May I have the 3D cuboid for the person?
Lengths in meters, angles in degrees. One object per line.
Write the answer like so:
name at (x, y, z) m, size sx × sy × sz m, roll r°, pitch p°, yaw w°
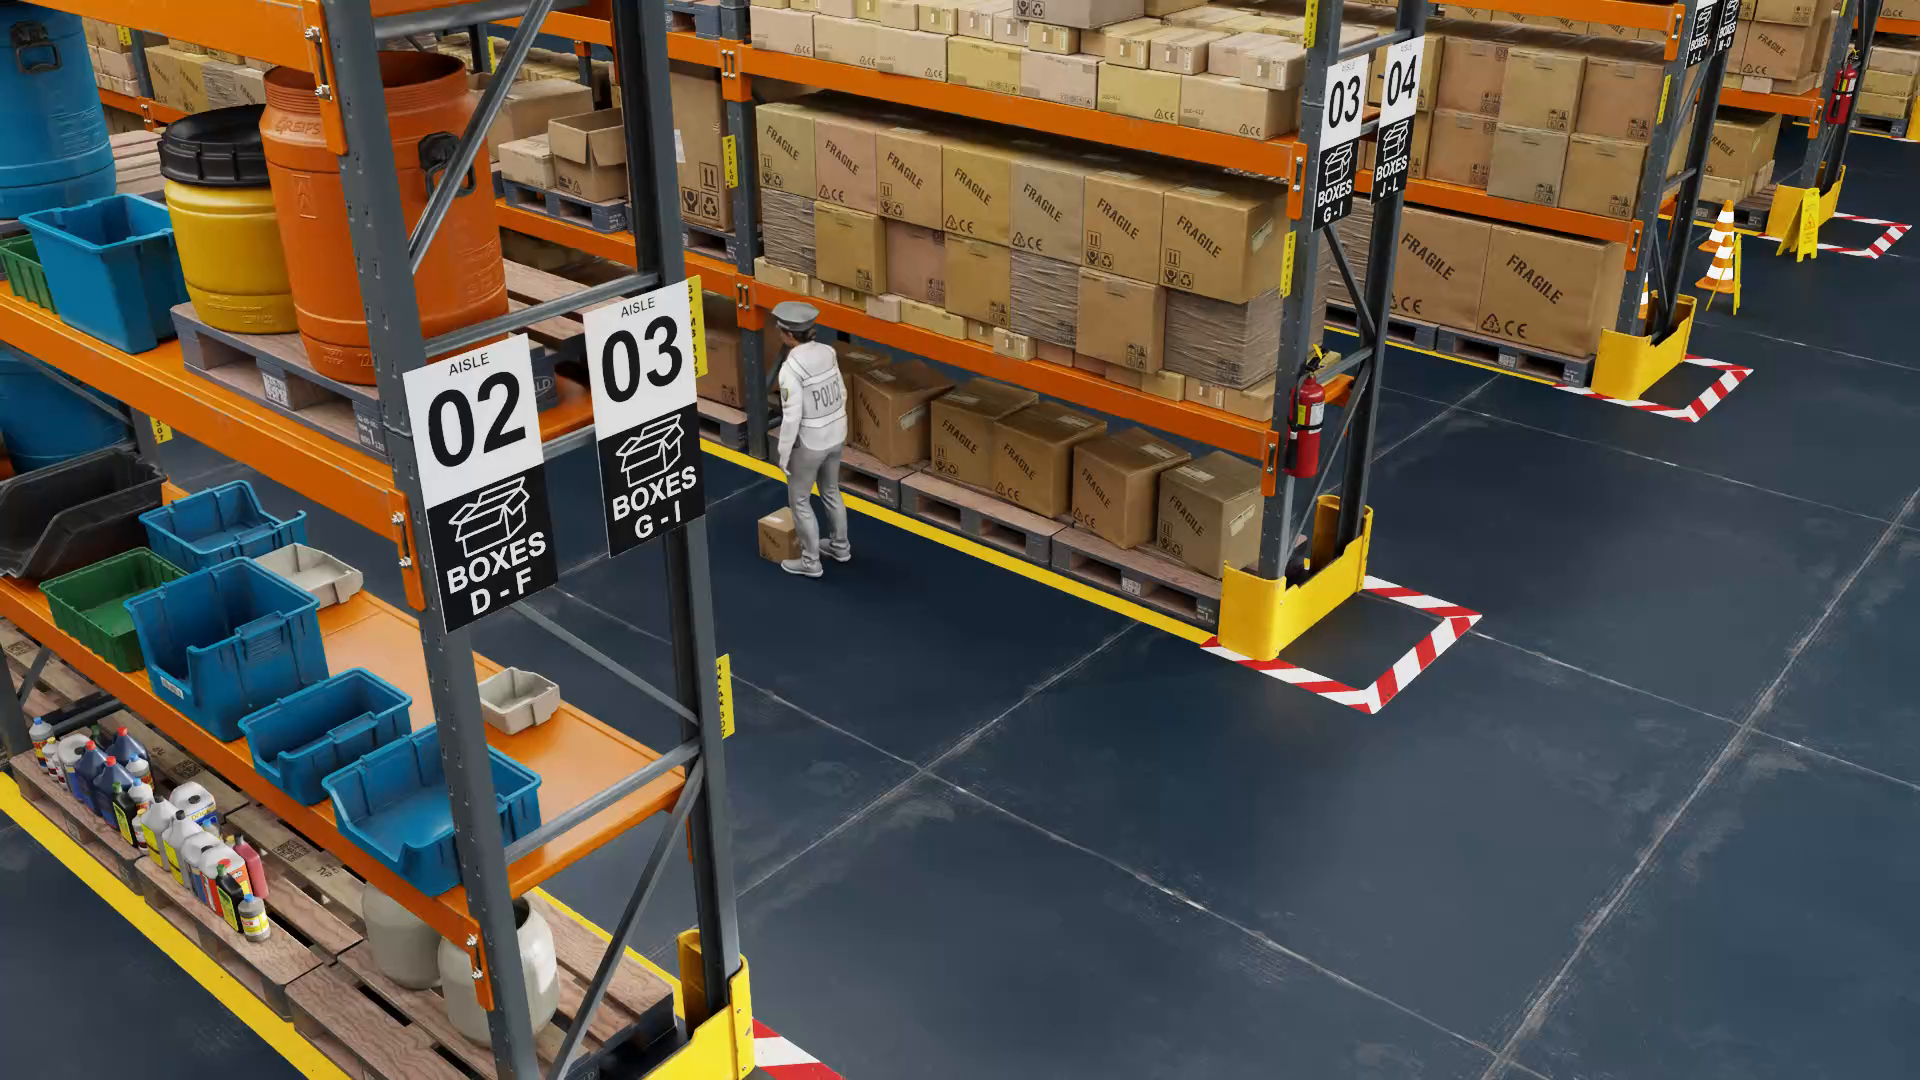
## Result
person at (-0.867, -0.573, 9.717) m, size 0.374 × 1.662 × 0.540 m, roll 19°, pitch 33°, yaw 32°
